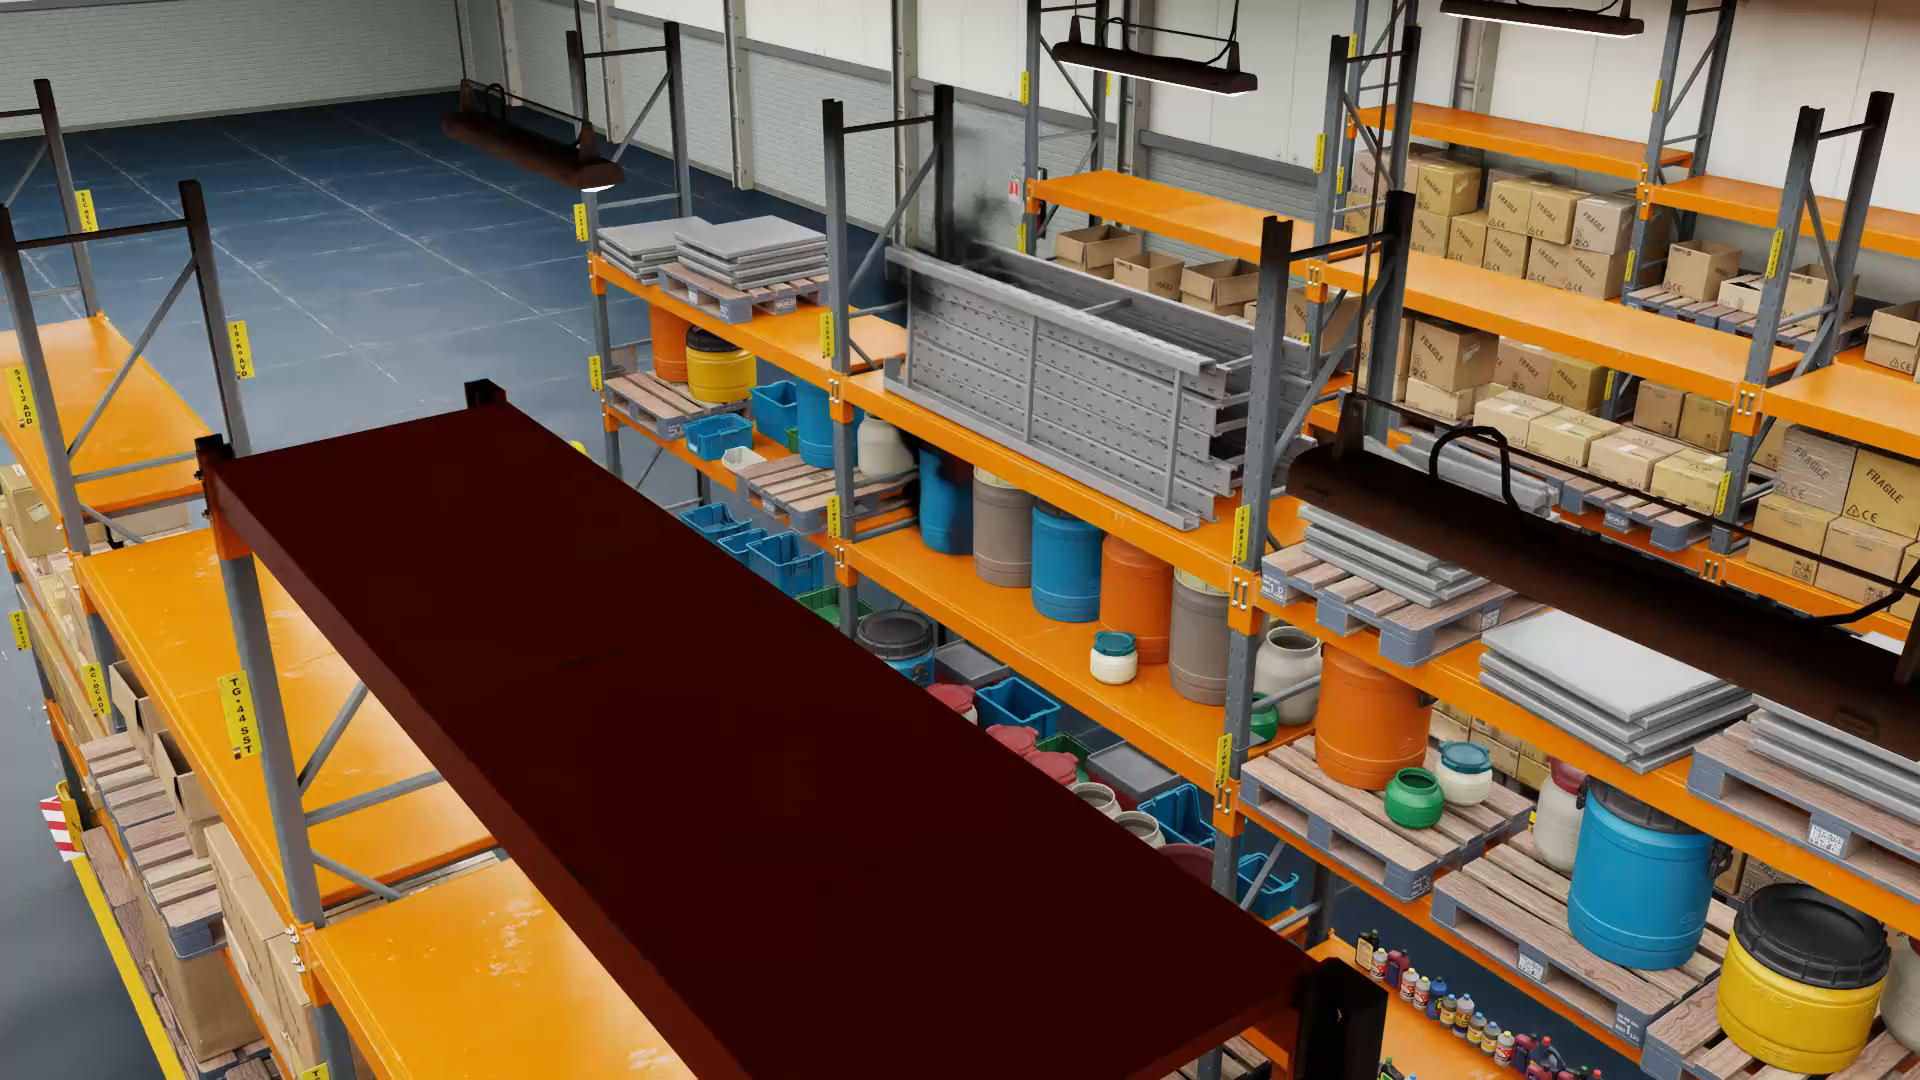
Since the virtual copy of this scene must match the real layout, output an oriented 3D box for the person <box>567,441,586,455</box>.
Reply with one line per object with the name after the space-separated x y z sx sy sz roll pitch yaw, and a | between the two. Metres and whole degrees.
-4.022 -0.236 17.433 0.636 1.715 0.734 -5 25 -10 | person
